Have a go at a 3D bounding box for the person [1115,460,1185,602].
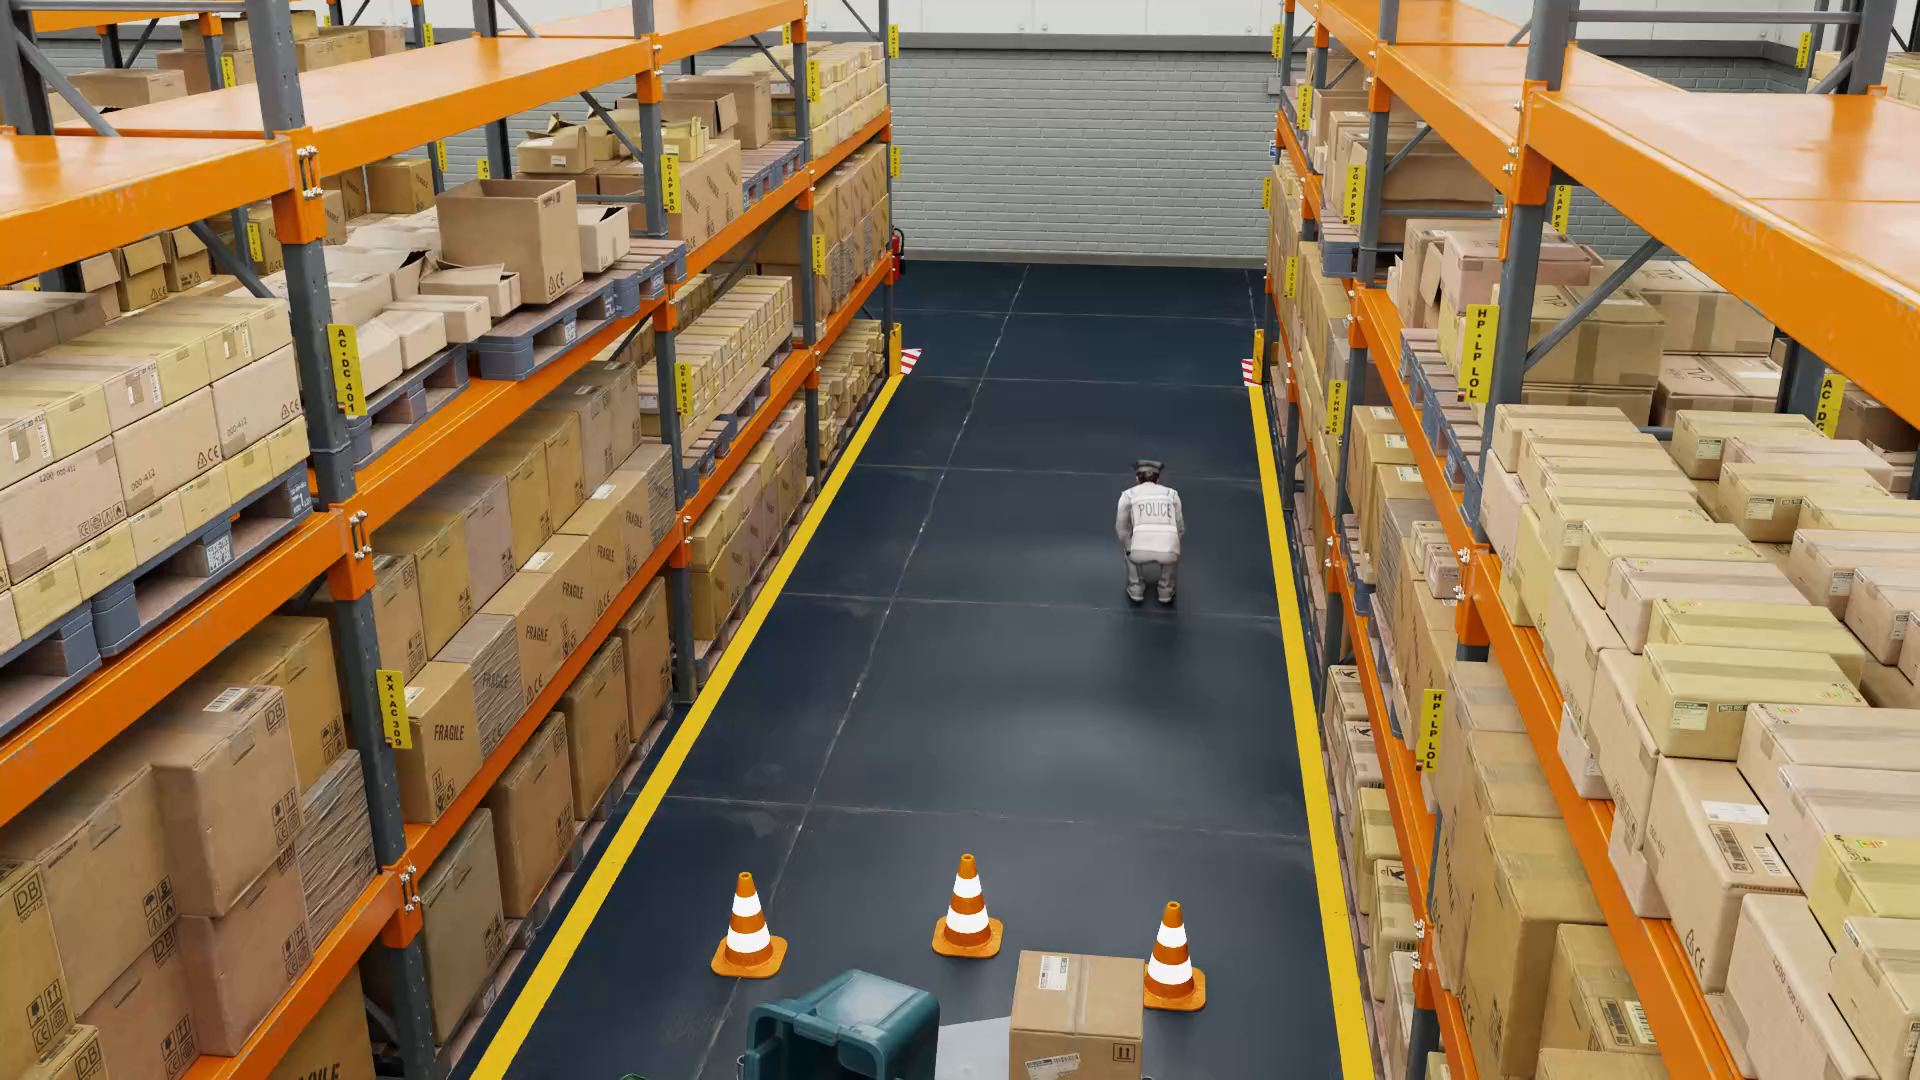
[{"bbox_3d":[1.394,-0.057,12.198,0.515,0.970,0.807,2,21,6],"label":"person"}]
